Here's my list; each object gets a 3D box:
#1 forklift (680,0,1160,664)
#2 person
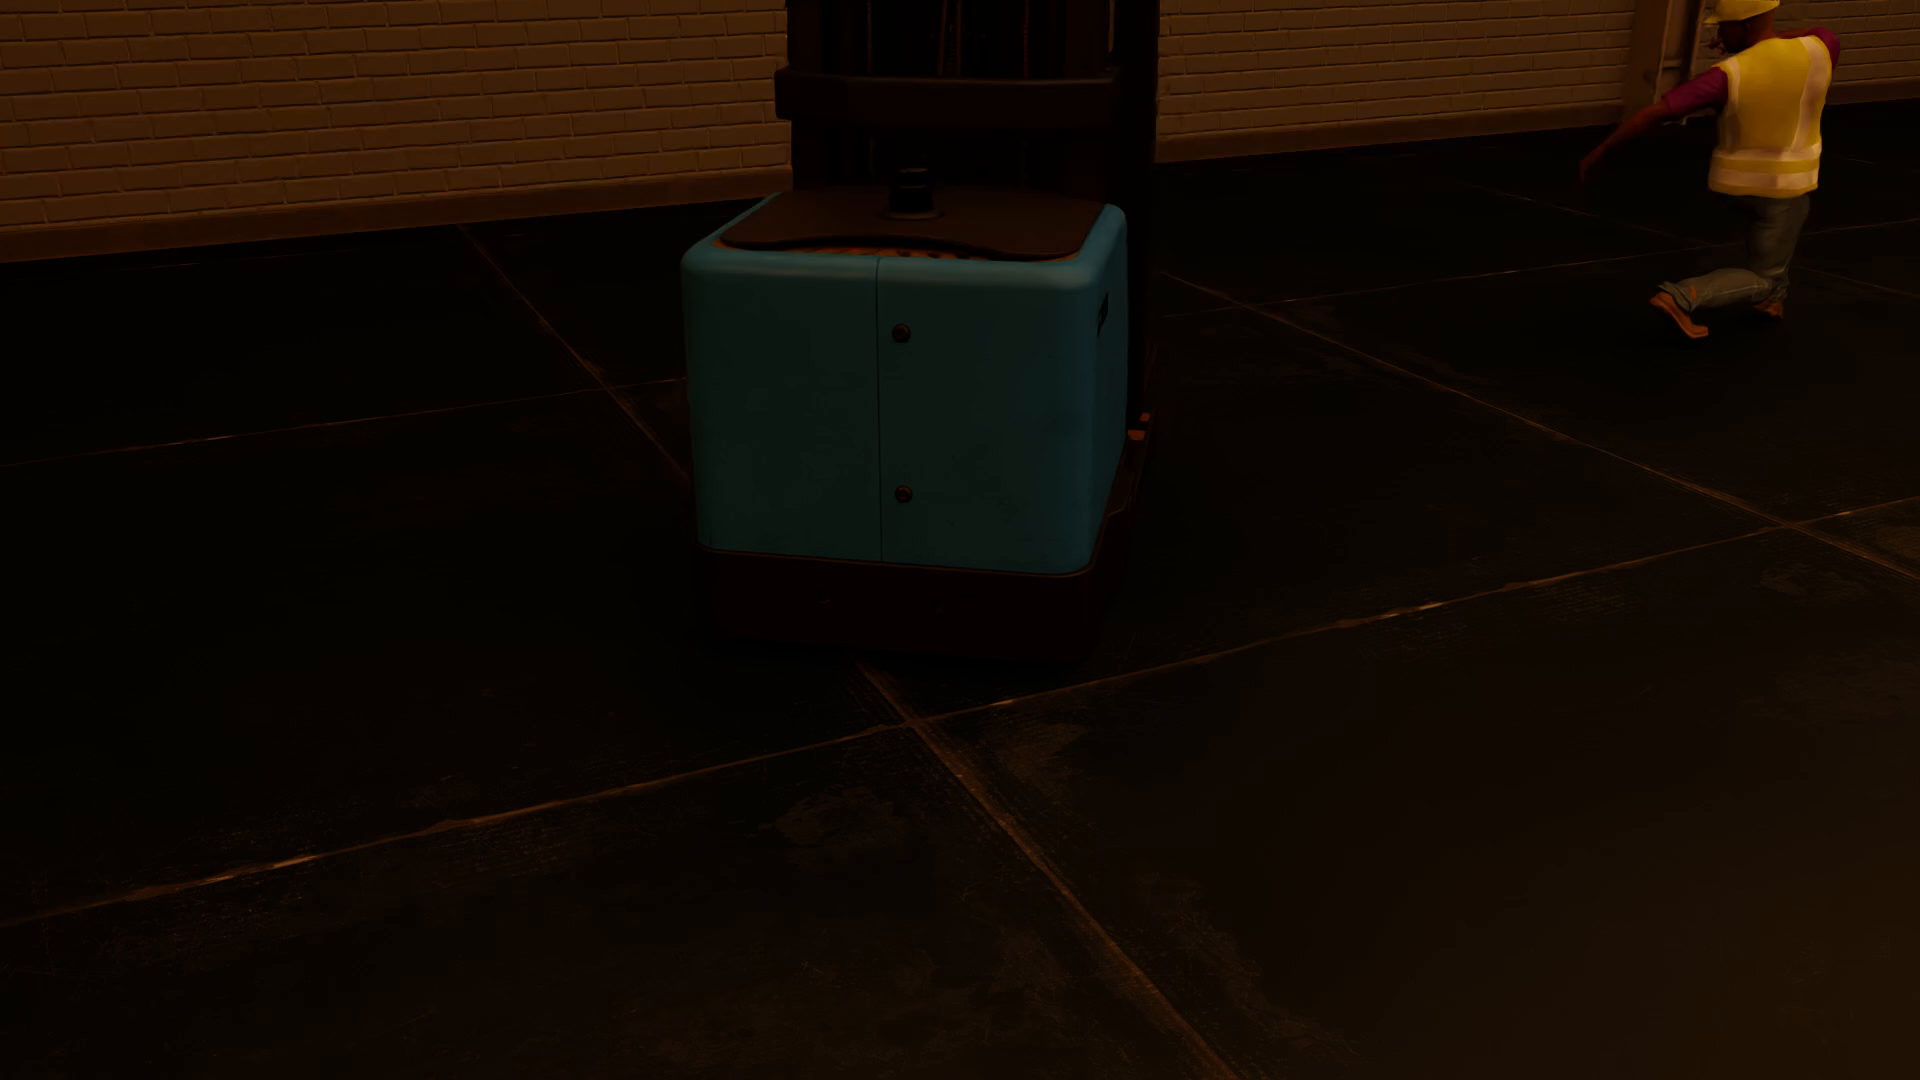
[{"bbox_3d":[0.080,-1.576,5.081,1.130,2.935,3.031,4,23,10],"label":"forklift"},{"bbox_3d":[3.239,-1.636,7.140,0.987,1.494,0.853,-21,30,-41],"label":"person"}]
